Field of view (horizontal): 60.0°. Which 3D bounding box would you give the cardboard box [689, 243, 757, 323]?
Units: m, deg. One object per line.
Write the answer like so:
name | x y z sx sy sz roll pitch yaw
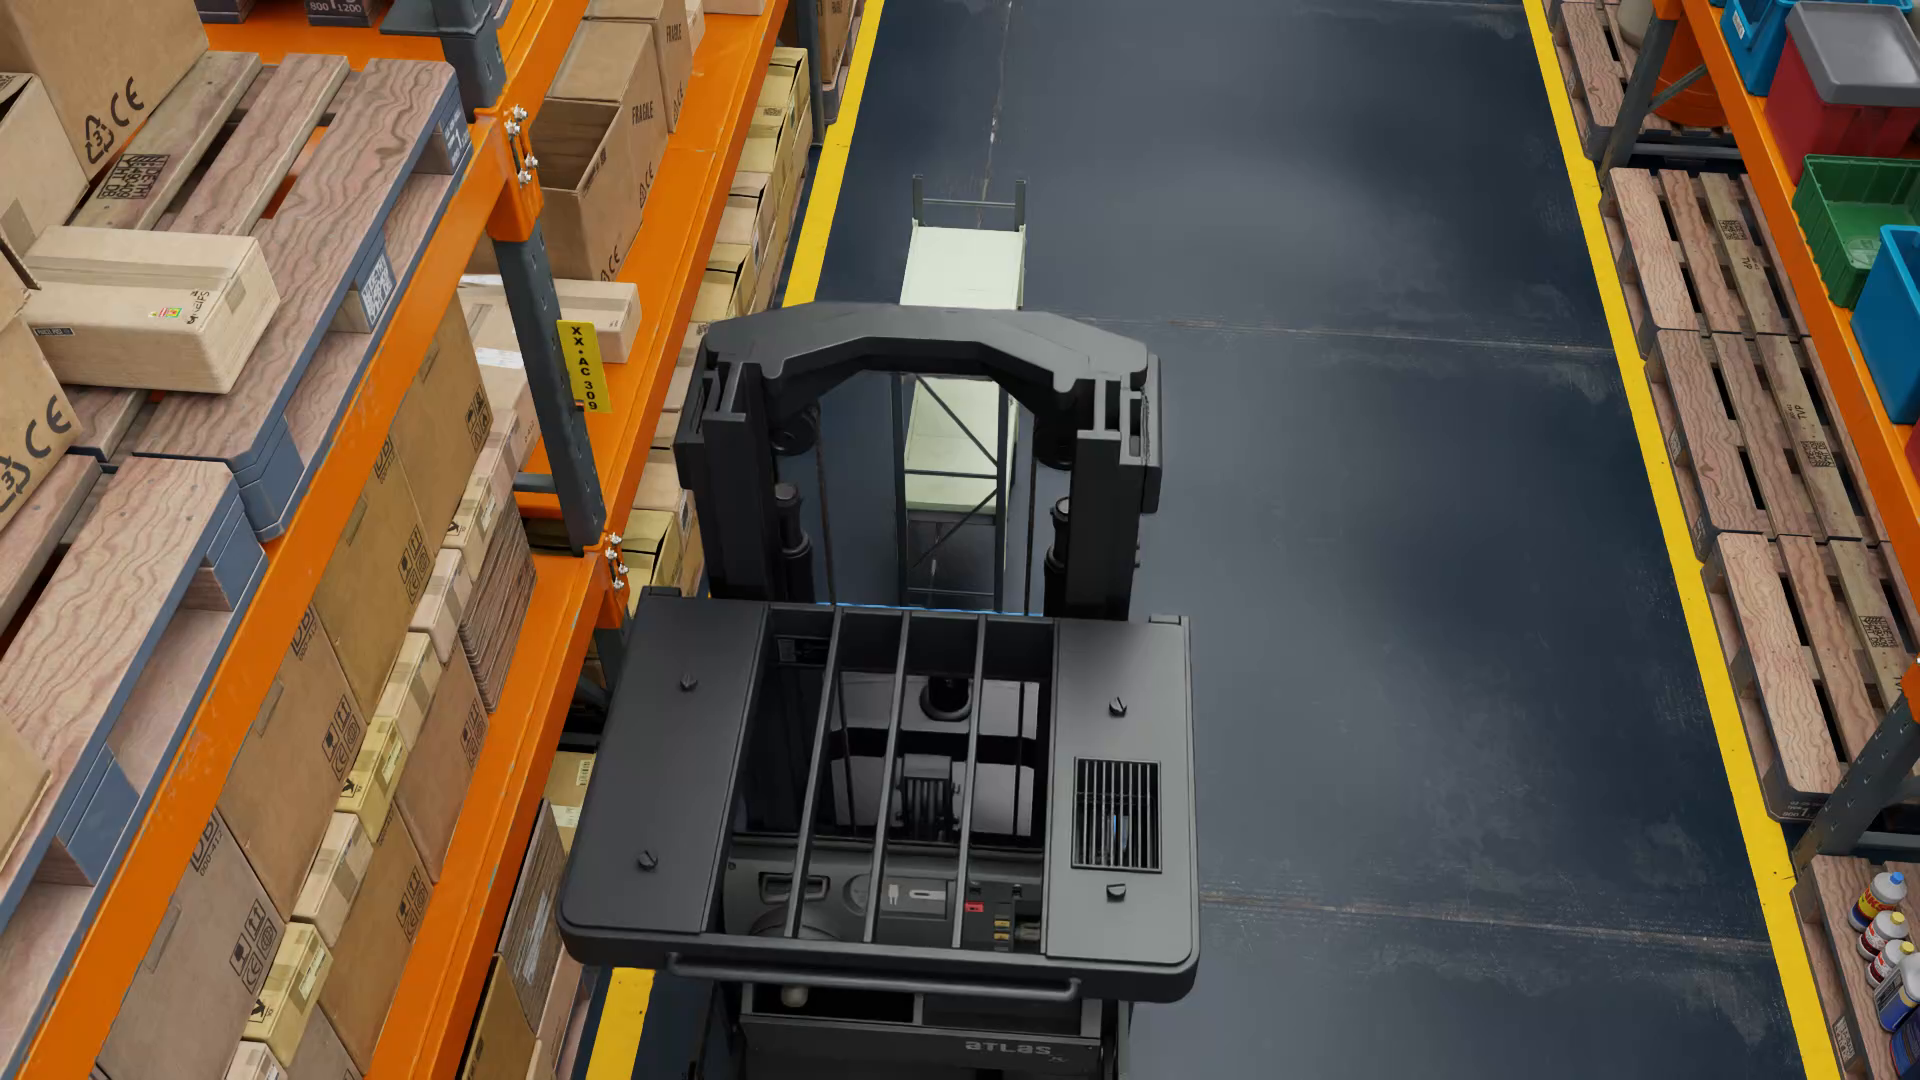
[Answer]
cardboard box | -1.144 -1.003 6.834 0.500 0.311 0.500 5 48 5

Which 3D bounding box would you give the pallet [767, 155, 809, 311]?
pallet | -1.318 -1.579 8.052 1.003 0.211 1.213 4 48 4

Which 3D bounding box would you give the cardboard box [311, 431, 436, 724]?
cardboard box | -1.647 0.043 3.731 0.700 0.500 0.500 4 48 3

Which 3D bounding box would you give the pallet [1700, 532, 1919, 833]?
pallet | 3.397 0.514 6.137 1.003 0.211 1.213 4 48 4

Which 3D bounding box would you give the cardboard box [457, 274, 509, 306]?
cardboard box | -1.671 -0.797 5.537 0.396 0.266 0.258 3 48 3

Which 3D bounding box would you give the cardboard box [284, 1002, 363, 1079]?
cardboard box | -1.739 1.242 3.513 0.700 0.500 0.500 5 48 5

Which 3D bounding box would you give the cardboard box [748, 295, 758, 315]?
cardboard box | -1.145 -0.807 7.034 0.500 0.250 0.500 5 48 4

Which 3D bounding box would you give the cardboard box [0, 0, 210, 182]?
cardboard box | -1.877 -1.066 3.212 0.500 0.500 0.500 7 48 7

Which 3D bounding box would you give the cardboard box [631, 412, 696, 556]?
cardboard box | -1.232 -0.241 6.136 0.500 0.311 0.500 3 48 3

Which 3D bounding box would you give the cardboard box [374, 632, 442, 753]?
cardboard box | -1.449 0.345 3.894 0.380 0.149 0.250 4 48 3

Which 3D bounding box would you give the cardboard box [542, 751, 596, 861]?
cardboard box | -1.393 0.958 5.420 0.500 0.250 0.500 4 48 4

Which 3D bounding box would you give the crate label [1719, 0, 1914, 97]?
crate label | 3.369 -2.087 6.602 0.502 0.435 0.616 4 48 4

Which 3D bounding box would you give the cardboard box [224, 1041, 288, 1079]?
cardboard box | -1.542 1.100 3.204 0.380 0.149 0.250 4 48 4

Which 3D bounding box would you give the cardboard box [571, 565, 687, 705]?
cardboard box | -1.285 0.323 6.001 0.500 0.250 0.500 3 48 3

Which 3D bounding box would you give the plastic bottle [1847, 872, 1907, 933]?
plastic bottle | 2.898 1.129 5.235 0.097 0.271 0.097 0 48 0

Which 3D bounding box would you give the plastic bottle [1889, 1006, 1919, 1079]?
plastic bottle | 2.877 1.463 4.876 0.144 0.351 0.185 5 48 5

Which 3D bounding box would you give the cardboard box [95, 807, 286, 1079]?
cardboard box | -1.740 0.778 3.059 0.700 0.500 0.500 4 48 4

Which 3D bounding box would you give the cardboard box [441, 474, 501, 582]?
cardboard box | -1.404 -0.040 4.247 0.380 0.149 0.250 3 48 3

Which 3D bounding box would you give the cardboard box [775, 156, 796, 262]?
cardboard box | -1.052 -1.555 7.718 0.500 0.250 0.500 3 48 3

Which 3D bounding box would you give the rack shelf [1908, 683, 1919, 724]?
rack shelf | 3.182 1.865 3.499 1.077 0.370 4.000 4 48 4

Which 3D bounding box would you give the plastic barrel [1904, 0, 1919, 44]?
plastic barrel | 3.847 -2.054 6.520 0.421 0.512 0.421 0 48 0

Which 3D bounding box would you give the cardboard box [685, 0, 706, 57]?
cardboard box | -1.264 -2.097 6.806 0.380 0.149 0.250 7 48 6

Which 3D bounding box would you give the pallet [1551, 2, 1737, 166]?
pallet | 3.759 -2.428 8.828 1.003 0.211 1.213 4 48 4

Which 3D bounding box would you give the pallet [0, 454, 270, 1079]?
pallet | -1.734 0.357 2.418 1.003 0.211 1.213 4 48 4

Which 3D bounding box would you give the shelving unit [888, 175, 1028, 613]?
shelving unit | -0.001 -0.501 6.192 0.431 1.500 0.755 4 48 4

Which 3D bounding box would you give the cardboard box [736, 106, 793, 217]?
cardboard box | -1.047 -1.742 7.509 0.500 0.311 0.500 3 48 3

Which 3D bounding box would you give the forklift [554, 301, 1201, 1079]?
forklift | -0.113 1.037 3.815 1.130 2.935 3.031 3 48 3

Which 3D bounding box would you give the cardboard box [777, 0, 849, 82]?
cardboard box | -0.878 -2.743 8.622 0.500 0.500 0.500 6 48 5

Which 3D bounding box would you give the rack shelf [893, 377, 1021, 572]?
rack shelf | -0.001 -0.281 6.433 0.431 0.370 0.720 4 48 4

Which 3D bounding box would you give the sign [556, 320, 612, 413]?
sign | -1.016 -0.466 4.503 0.100 0.325 0.005 4 48 4

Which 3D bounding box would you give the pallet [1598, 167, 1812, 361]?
pallet | 3.619 -1.279 7.777 1.003 0.211 1.213 4 48 4

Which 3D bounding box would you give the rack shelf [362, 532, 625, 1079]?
rack shelf | -1.751 1.529 3.806 1.077 0.370 4.000 4 48 4

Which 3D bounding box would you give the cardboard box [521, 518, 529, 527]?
cardboard box | -1.817 0.097 5.828 0.500 0.311 0.500 4 48 4

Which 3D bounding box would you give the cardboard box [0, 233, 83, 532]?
cardboard box | -1.844 -0.218 2.434 0.797 0.503 0.637 9 48 8

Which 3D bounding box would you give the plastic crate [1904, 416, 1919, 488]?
plastic crate | 3.103 -0.246 4.899 0.402 0.464 0.583 4 48 4

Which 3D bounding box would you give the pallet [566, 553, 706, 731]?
pallet | -1.540 0.214 6.412 1.003 0.211 1.213 4 48 4

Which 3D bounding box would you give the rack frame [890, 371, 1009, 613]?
rack frame | -0.034 -0.232 5.946 0.400 1.500 0.023 4 48 4

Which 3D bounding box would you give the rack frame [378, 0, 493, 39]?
rack frame | -1.568 -2.208 2.671 1.000 3.000 0.127 4 48 4

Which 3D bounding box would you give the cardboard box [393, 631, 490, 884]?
cardboard box | -1.644 0.497 4.195 0.700 0.500 0.500 3 48 3

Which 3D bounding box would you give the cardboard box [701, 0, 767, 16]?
cardboard box | -1.011 -2.359 7.045 0.380 0.149 0.250 4 48 4

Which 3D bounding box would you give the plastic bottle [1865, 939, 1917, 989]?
plastic bottle | 2.880 1.302 5.124 0.097 0.201 0.097 0 48 0

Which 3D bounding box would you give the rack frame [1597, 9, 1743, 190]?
rack frame | 3.729 -2.787 7.266 1.000 3.000 0.127 4 48 4

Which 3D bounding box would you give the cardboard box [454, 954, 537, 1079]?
cardboard box | -1.492 1.439 4.471 0.500 0.500 0.500 4 48 4

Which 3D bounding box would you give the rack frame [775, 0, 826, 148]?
rack frame | -1.204 -3.123 7.573 1.000 3.000 0.127 4 48 4

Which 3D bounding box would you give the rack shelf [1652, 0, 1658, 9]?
rack shelf | 3.911 -4.014 8.876 1.077 0.370 4.000 4 48 4

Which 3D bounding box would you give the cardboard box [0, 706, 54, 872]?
cardboard box | -1.509 0.319 1.946 0.500 0.500 0.500 4 48 4

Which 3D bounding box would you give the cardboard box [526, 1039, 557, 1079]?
cardboard box | -1.479 1.693 4.747 0.500 0.250 0.500 4 48 4

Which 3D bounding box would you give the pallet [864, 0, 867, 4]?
pallet | -0.984 -3.622 9.920 1.003 0.211 1.213 4 48 4

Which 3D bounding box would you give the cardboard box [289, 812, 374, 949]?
cardboard box | -1.497 0.711 3.560 0.380 0.149 0.250 5 48 5

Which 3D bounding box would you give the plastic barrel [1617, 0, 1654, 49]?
plastic barrel | 3.719 -2.871 8.744 0.421 0.512 0.421 0 48 0

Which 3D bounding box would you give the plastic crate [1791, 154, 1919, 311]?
plastic crate | 3.242 -1.075 5.844 0.450 0.188 0.662 4 48 4

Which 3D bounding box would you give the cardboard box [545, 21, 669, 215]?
cardboard box | -1.389 -1.536 6.054 0.500 0.500 0.500 4 48 4
